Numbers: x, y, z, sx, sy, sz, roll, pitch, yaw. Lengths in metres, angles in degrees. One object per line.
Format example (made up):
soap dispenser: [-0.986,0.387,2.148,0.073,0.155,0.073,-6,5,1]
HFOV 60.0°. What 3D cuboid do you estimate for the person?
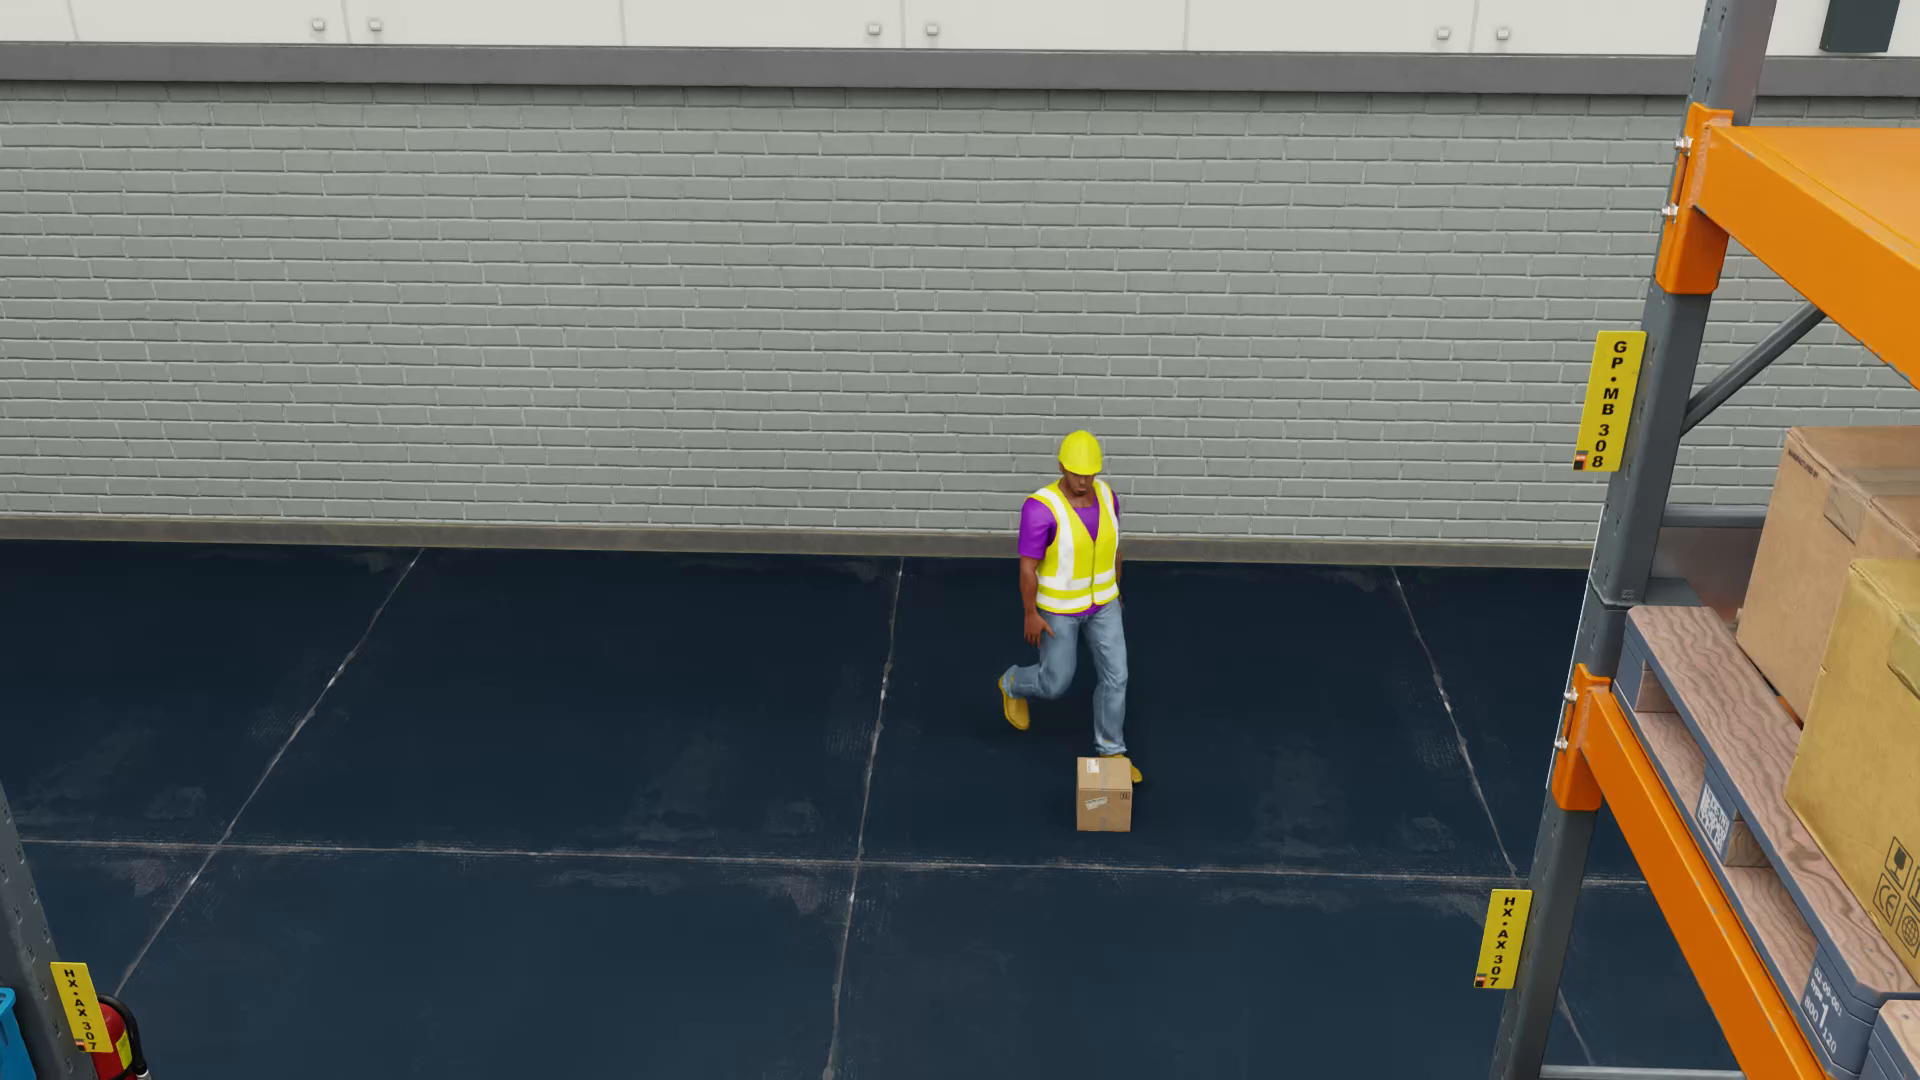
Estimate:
person: [0.579,0.308,8.039,0.596,1.727,0.890,-15,31,-26]
